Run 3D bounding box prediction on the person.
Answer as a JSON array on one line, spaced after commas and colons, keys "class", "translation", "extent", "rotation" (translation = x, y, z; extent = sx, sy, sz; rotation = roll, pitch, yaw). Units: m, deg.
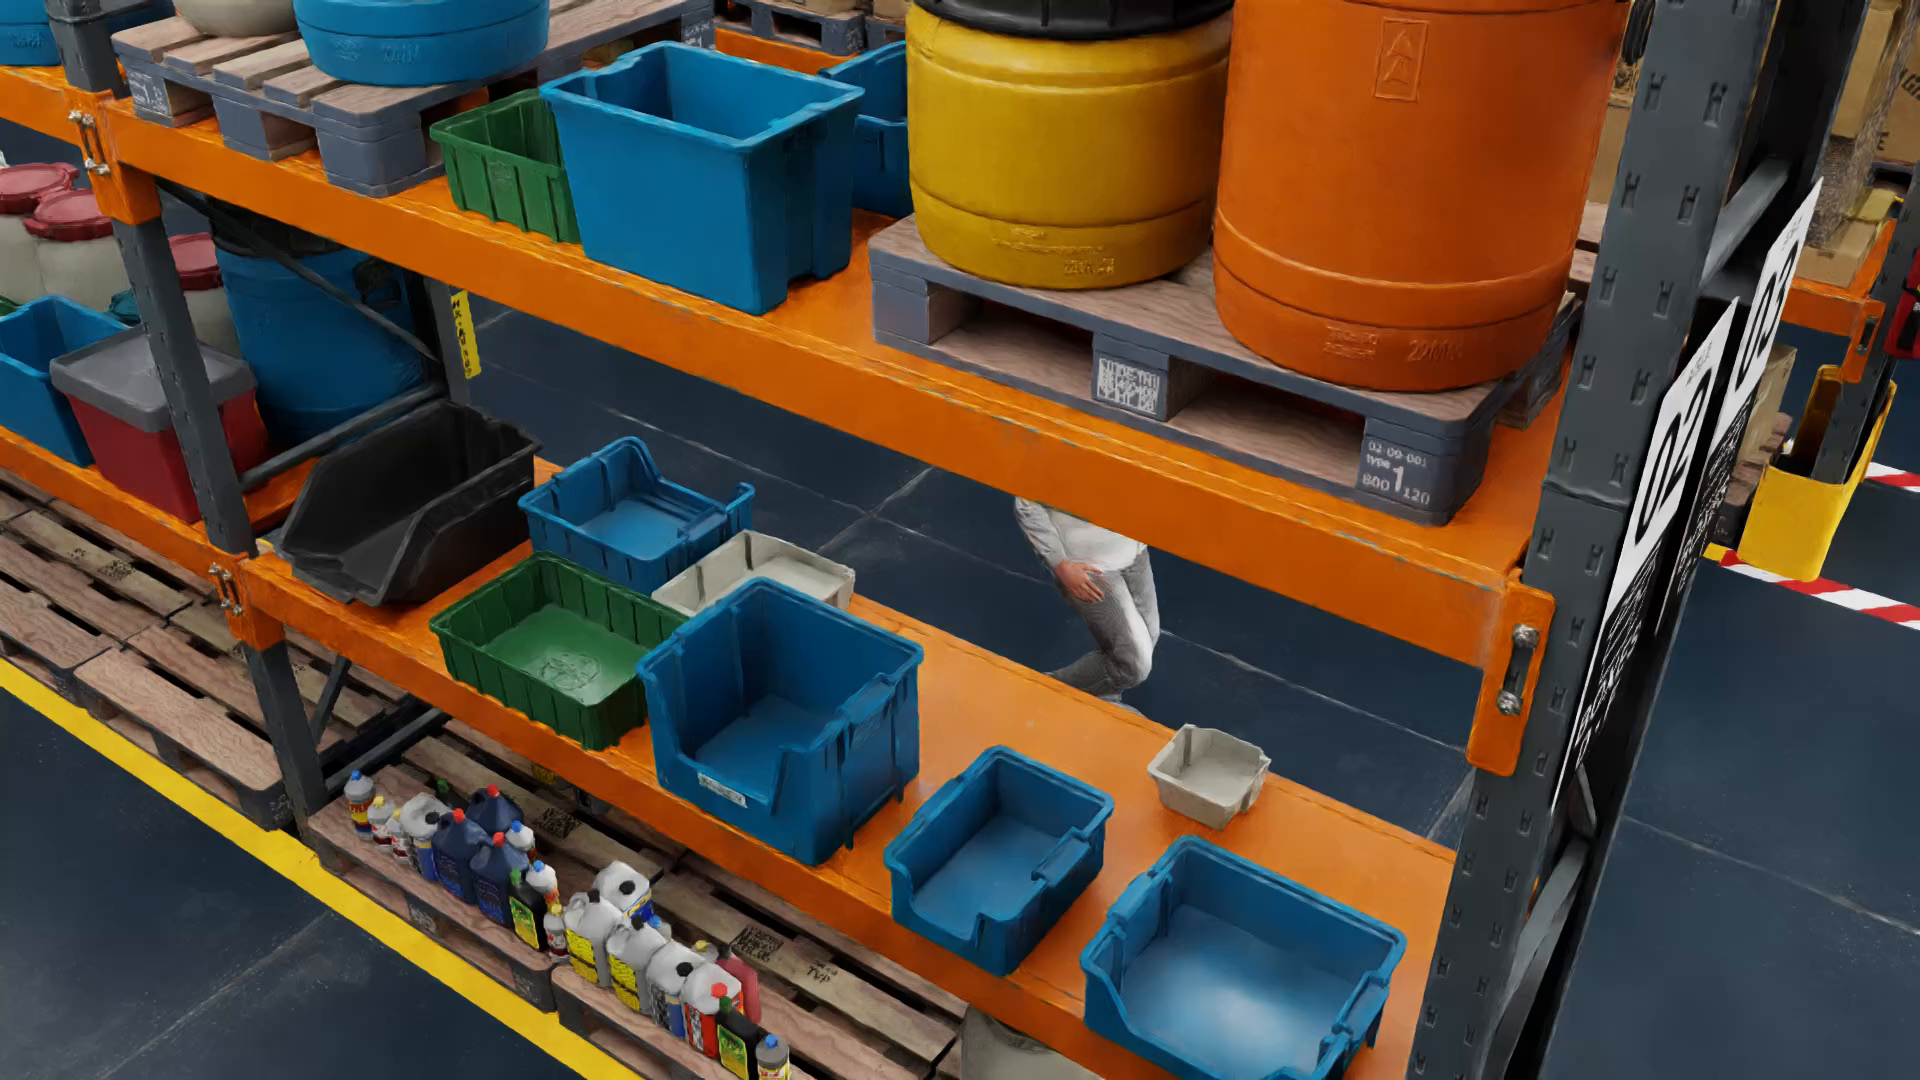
[{"class": "person", "translation": [0.562, 0.032, 6.101], "extent": [0.504, 1.747, 0.716], "rotation": [20, 39, 27]}]
